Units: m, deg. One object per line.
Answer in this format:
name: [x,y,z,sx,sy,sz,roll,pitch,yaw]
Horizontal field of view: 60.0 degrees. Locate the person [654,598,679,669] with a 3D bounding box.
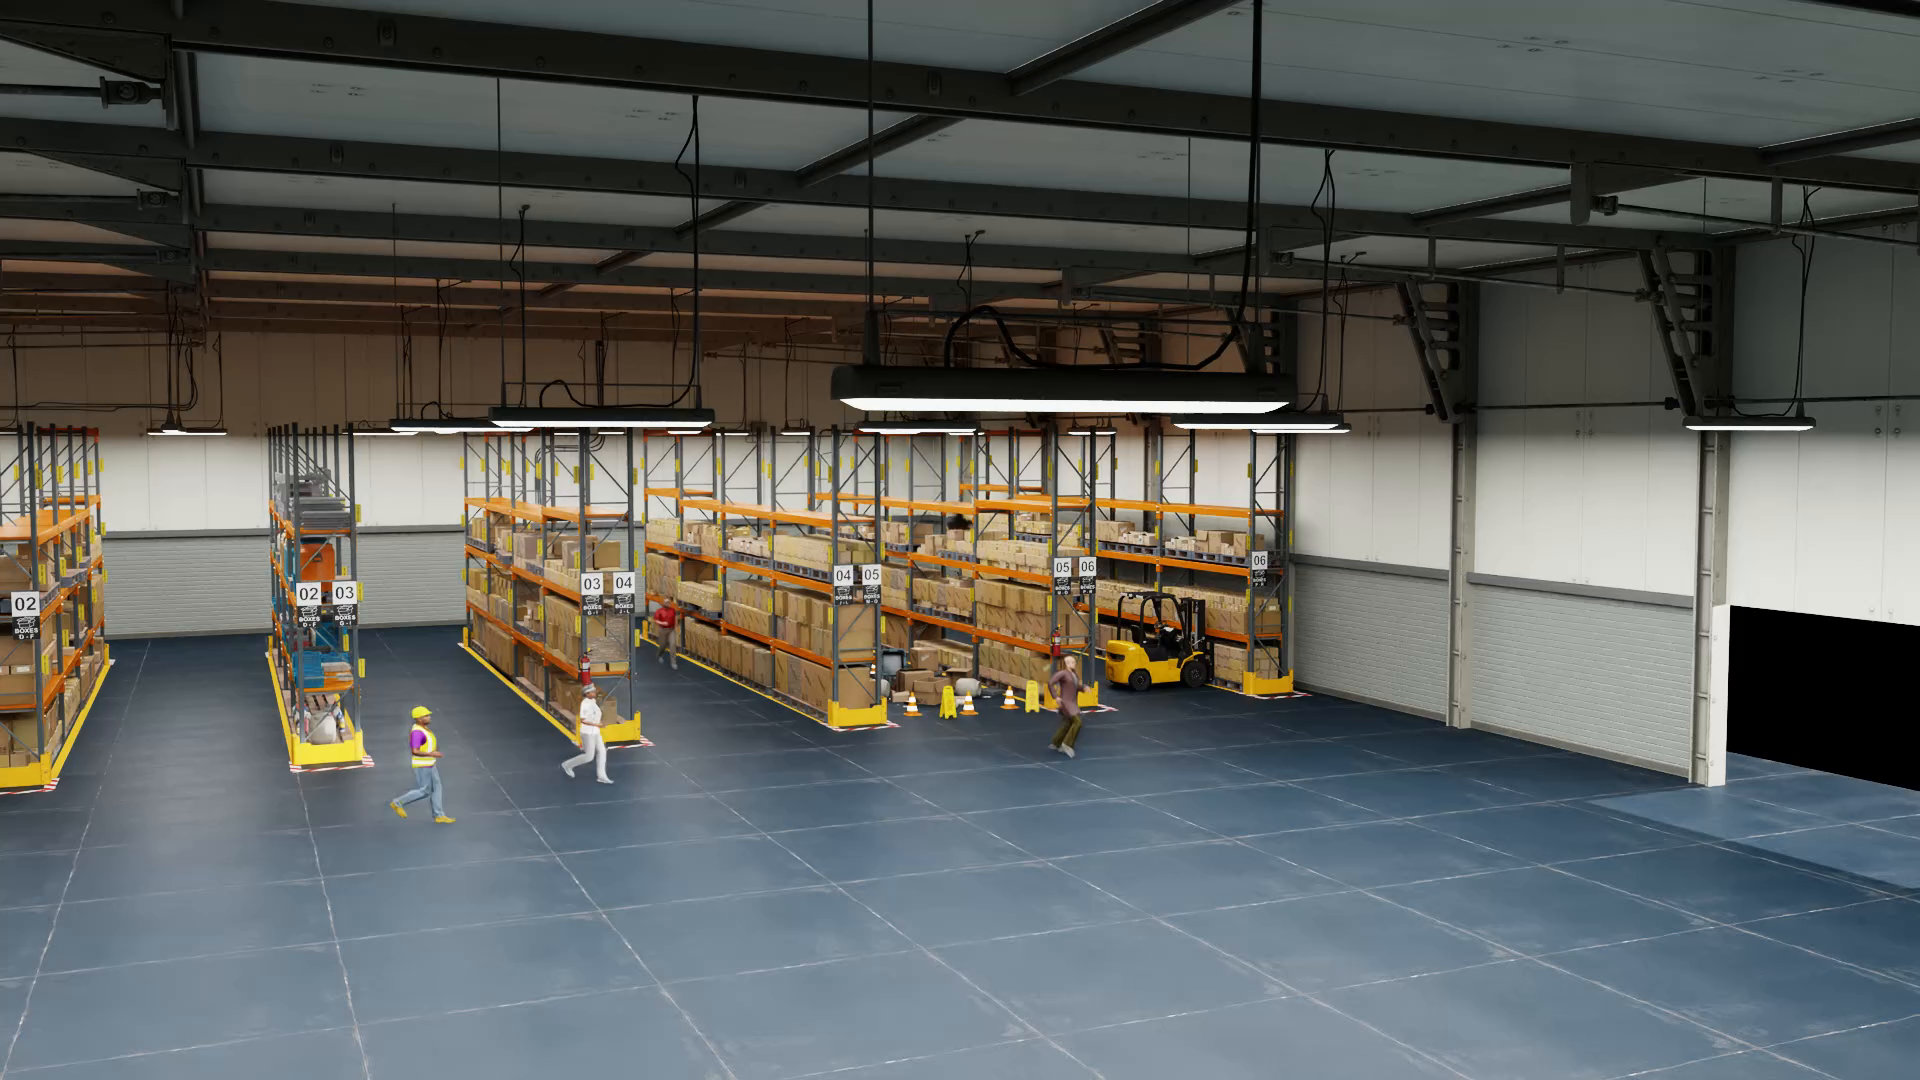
person: [-7.317,2.313,41.467,0.664,1.732,0.986,-2,4,-29]

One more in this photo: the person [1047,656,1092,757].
person: [1.991,3.013,30.104,0.785,1.823,0.693,2,4,24]

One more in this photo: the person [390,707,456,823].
person: [-7.945,3.335,24.586,0.923,1.752,0.685,0,4,-6]

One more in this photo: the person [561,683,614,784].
person: [-6.162,3.208,27.547,0.859,1.700,0.579,0,3,5]
